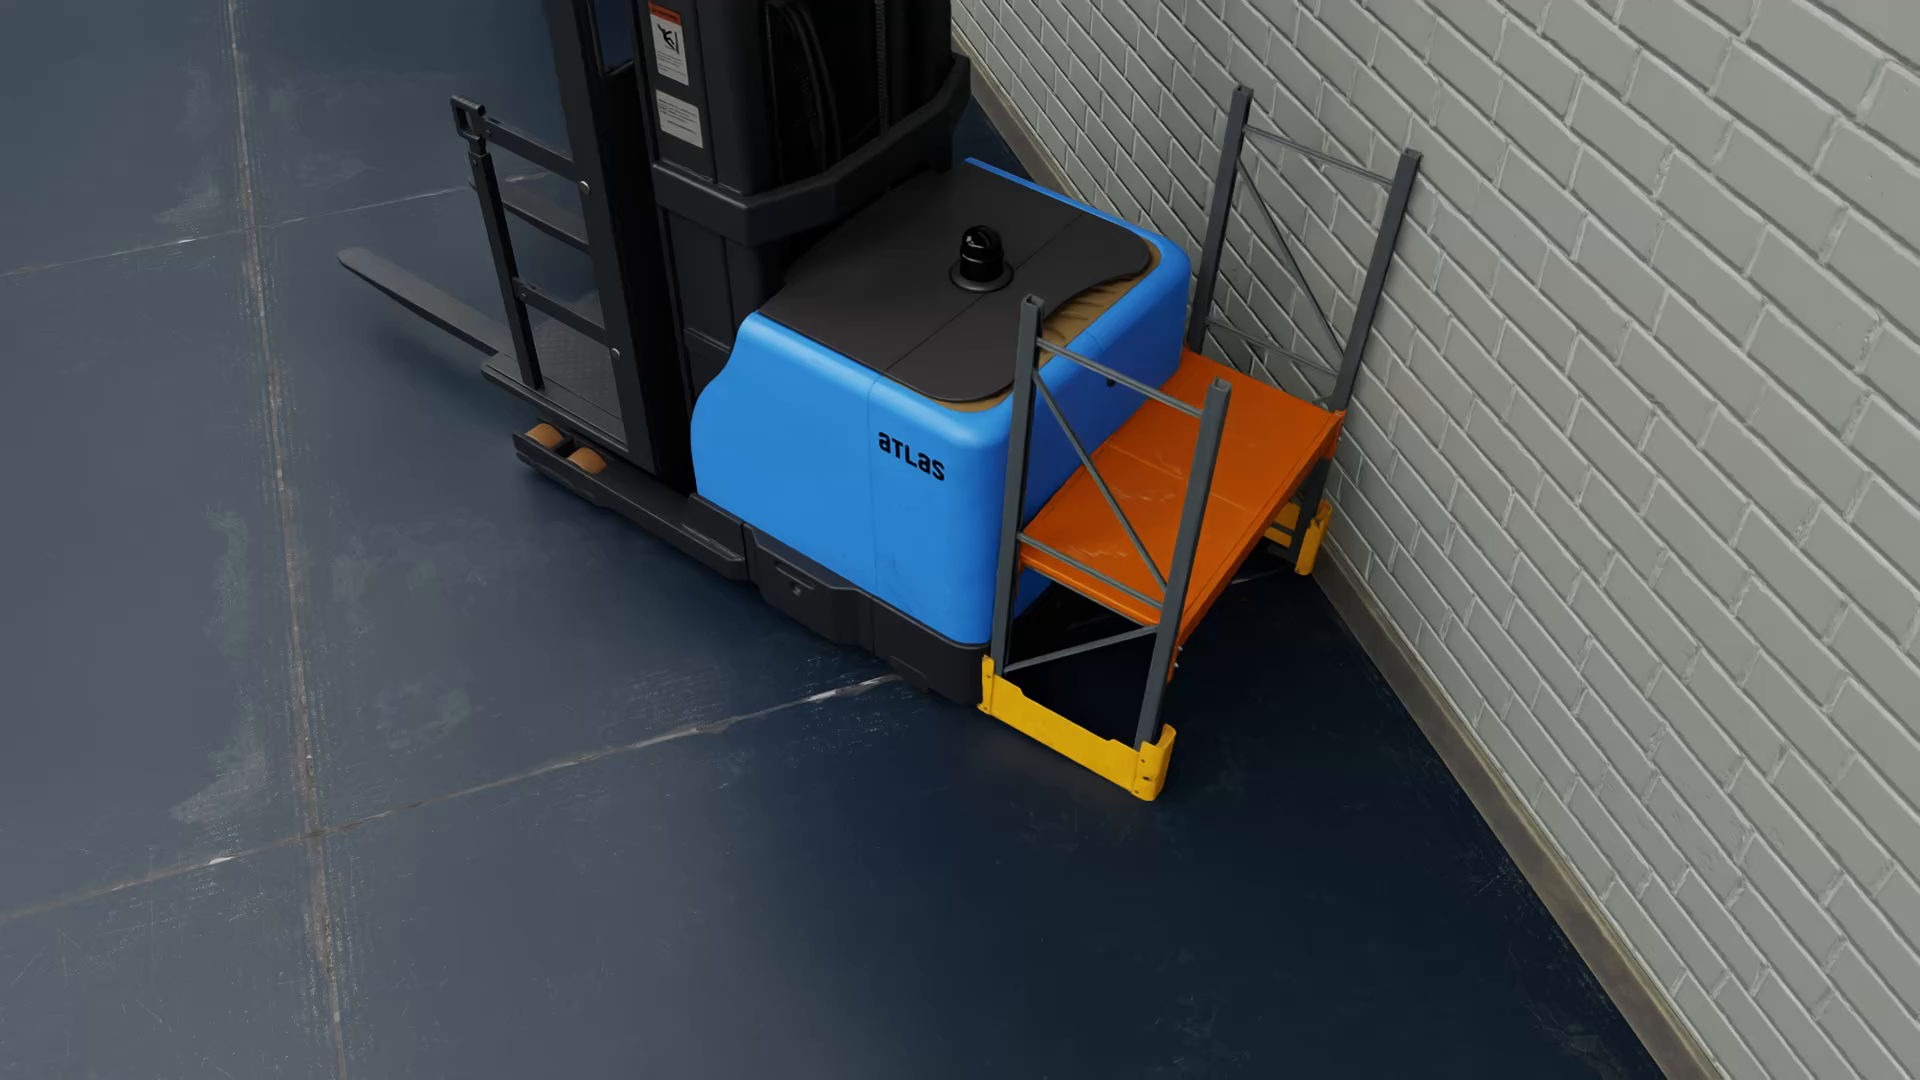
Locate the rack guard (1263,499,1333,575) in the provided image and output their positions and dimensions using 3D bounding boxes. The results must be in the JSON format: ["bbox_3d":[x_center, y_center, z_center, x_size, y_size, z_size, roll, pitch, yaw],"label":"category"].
[{"bbox_3d":[0.849,-0.119,5.138,0.587,0.250,0.087,27,52,20],"label":"rack guard"}]

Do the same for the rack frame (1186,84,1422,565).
[{"bbox_3d":[0.876,-0.538,4.675,0.500,1.500,0.032,27,52,20],"label":"rack frame"}]

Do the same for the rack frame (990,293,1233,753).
[{"bbox_3d":[0.320,0.080,4.089,0.500,1.500,0.032,27,52,20],"label":"rack frame"}]

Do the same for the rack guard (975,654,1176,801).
[{"bbox_3d":[0.305,0.485,4.564,0.587,0.250,0.087,27,52,20],"label":"rack guard"}]

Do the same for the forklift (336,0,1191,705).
[{"bbox_3d":[-0.830,-1.435,4.611,3.031,2.935,1.130,28,52,25],"label":"forklift"}]

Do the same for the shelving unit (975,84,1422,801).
[{"bbox_3d":[0.603,-0.235,4.387,0.587,1.500,1.083,27,52,20],"label":"shelving unit"}]

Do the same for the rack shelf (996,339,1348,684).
[{"bbox_3d":[0.590,-0.109,4.515,0.538,0.185,1.000,27,52,20],"label":"rack shelf"}]
